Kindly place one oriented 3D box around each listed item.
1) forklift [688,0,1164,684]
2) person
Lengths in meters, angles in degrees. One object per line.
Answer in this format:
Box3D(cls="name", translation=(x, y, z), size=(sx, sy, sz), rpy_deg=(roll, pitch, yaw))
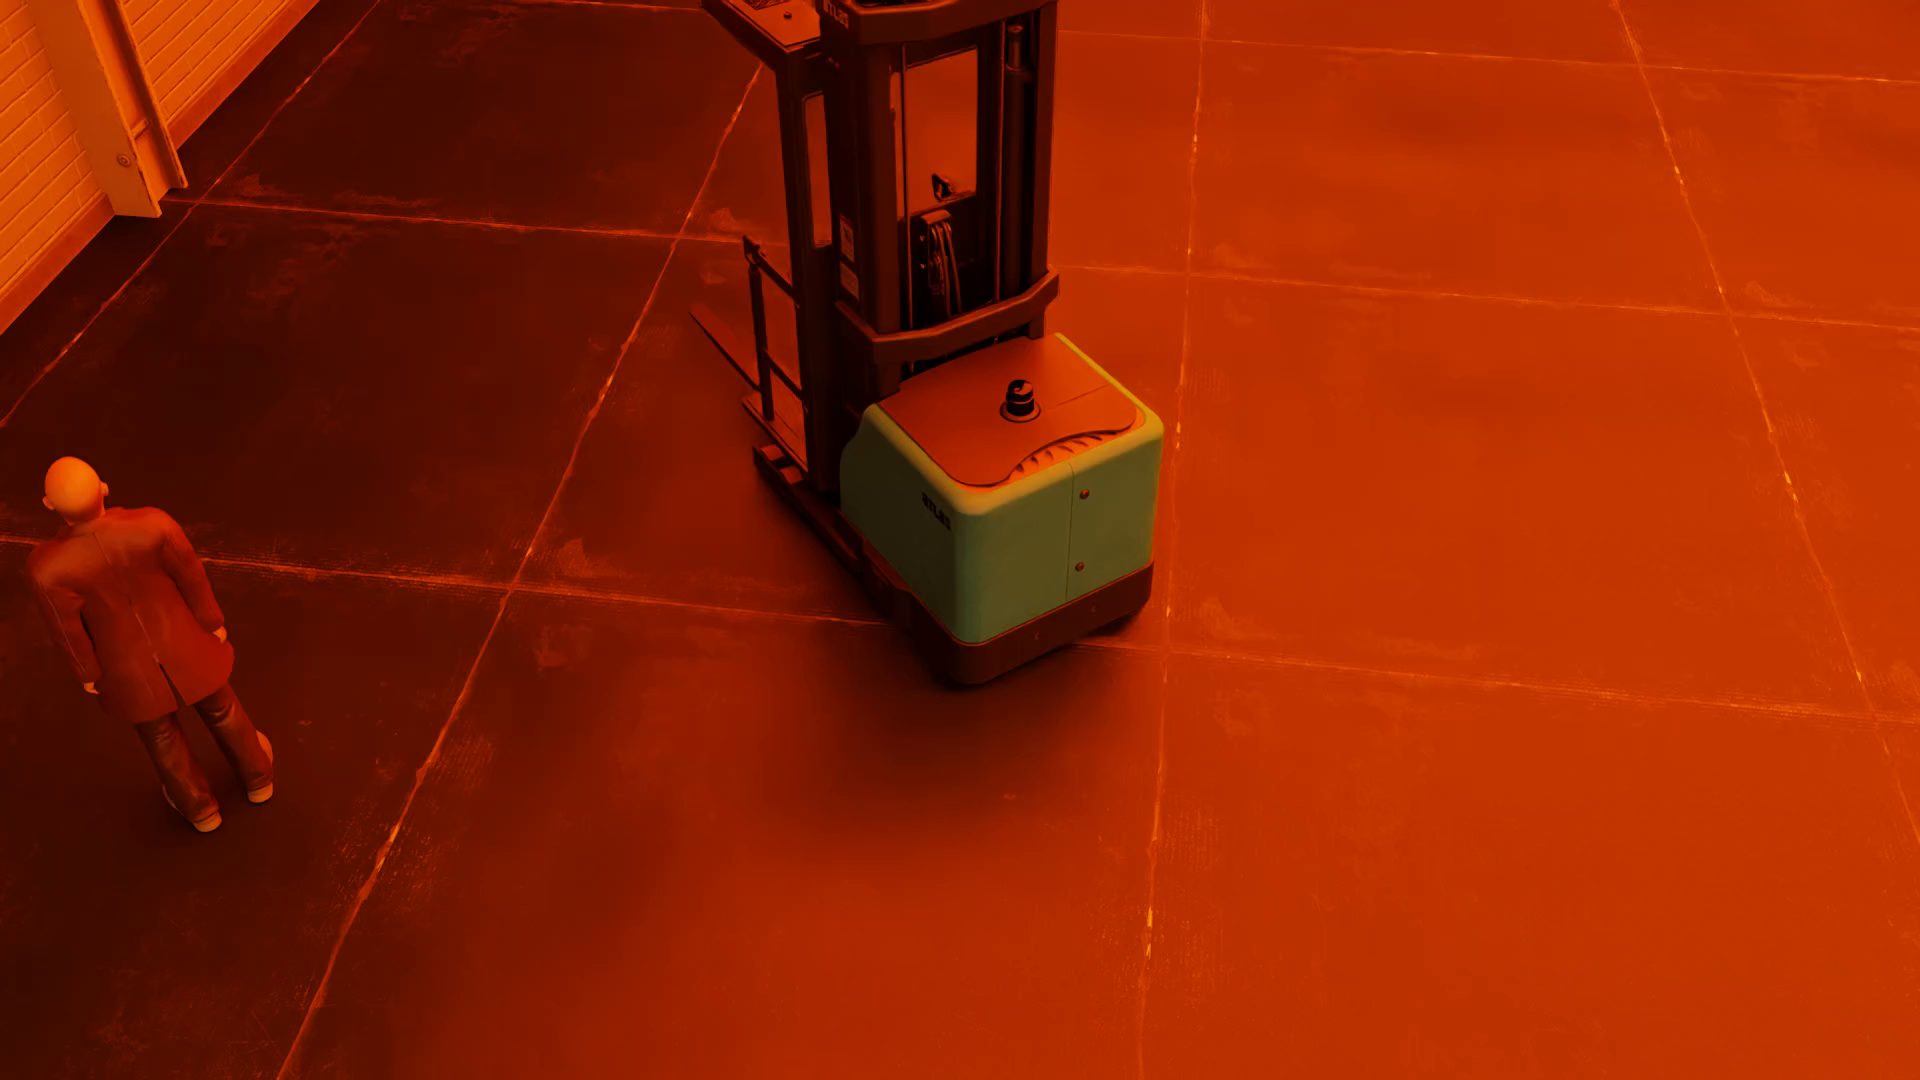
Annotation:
Box3D(cls="forklift", translation=(-0.360, -1.433, 7.284), size=(1.130, 2.935, 3.031), rpy_deg=(-24, 48, -24))
Box3D(cls="person", translation=(-3.019, 0.408, 6.199), size=(0.547, 1.688, 0.389), rpy_deg=(-27, 49, -26))
